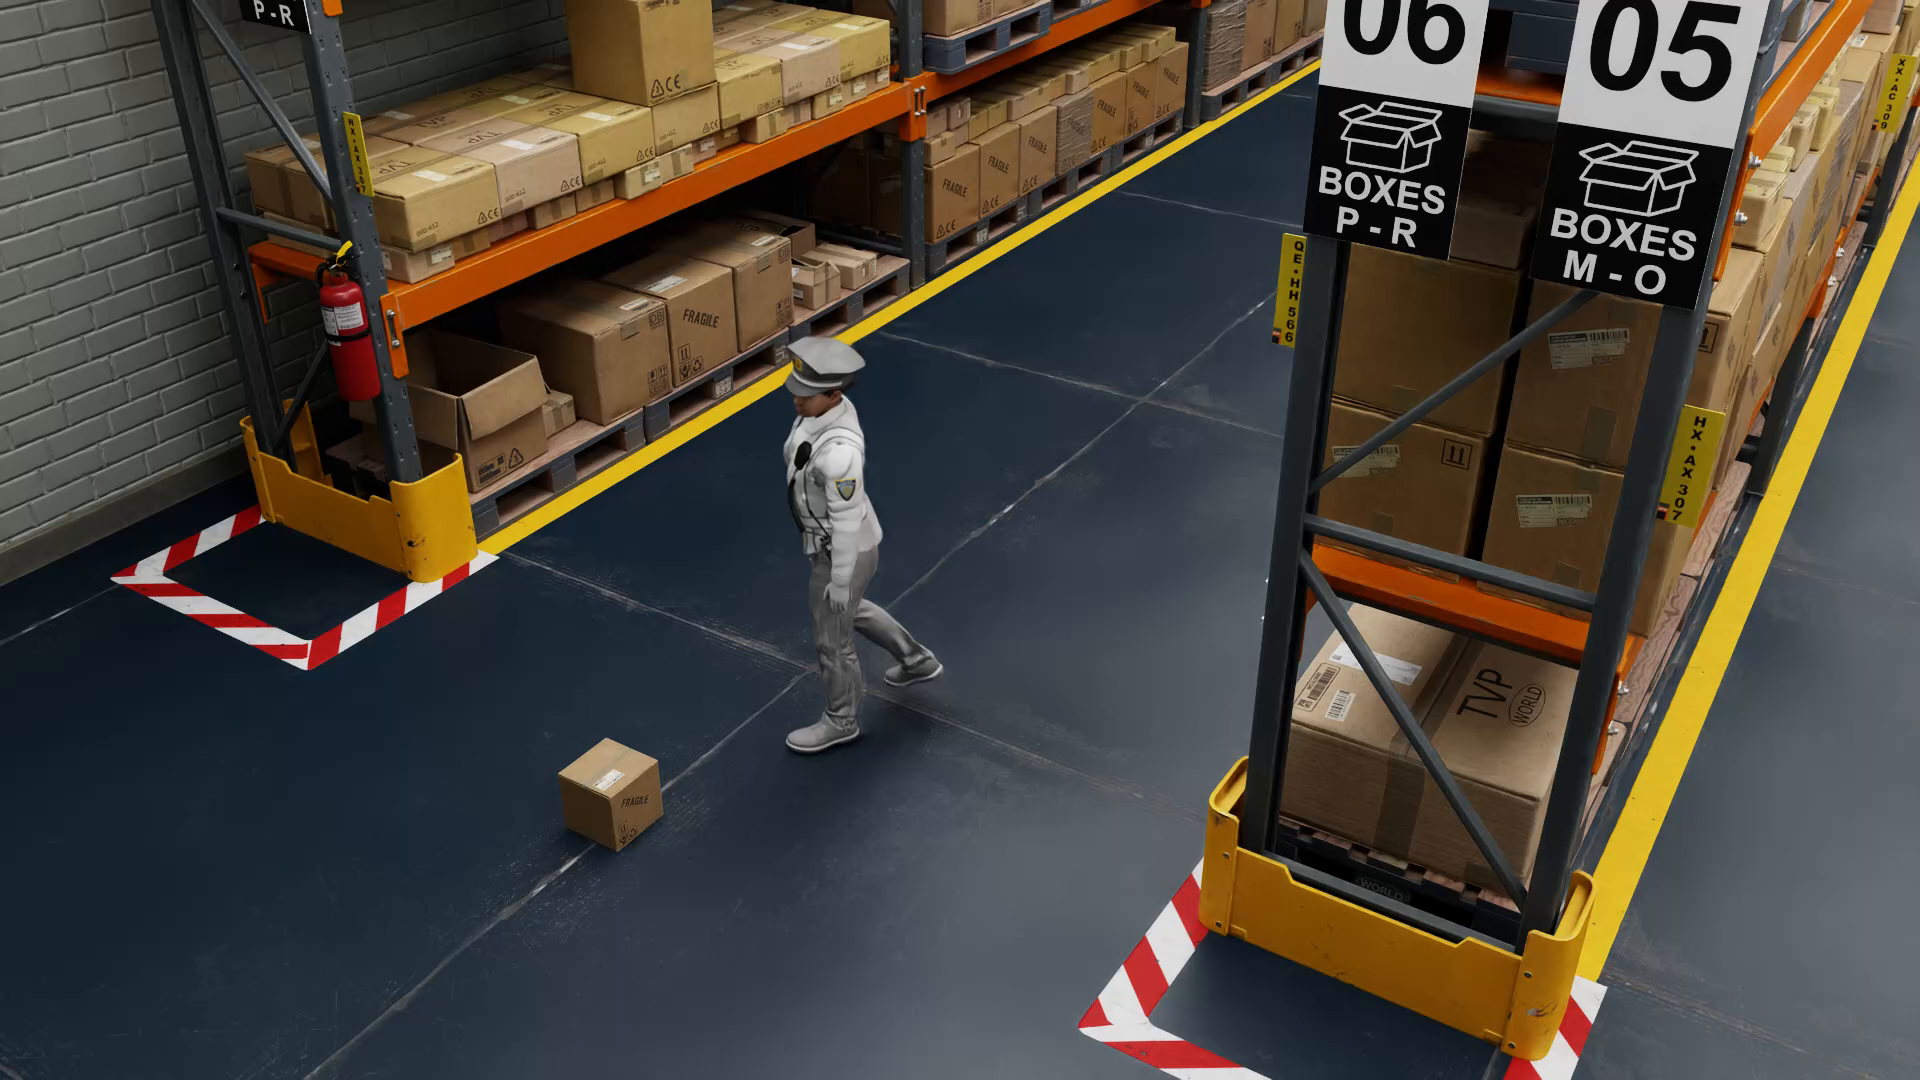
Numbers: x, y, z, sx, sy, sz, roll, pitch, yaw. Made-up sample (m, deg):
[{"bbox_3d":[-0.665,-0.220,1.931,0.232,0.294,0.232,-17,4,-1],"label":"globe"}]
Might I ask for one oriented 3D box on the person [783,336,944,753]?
[{"bbox_3d":[-0.363,0.023,6.063,0.635,1.662,0.504,-4,31,-7],"label":"person"}]
